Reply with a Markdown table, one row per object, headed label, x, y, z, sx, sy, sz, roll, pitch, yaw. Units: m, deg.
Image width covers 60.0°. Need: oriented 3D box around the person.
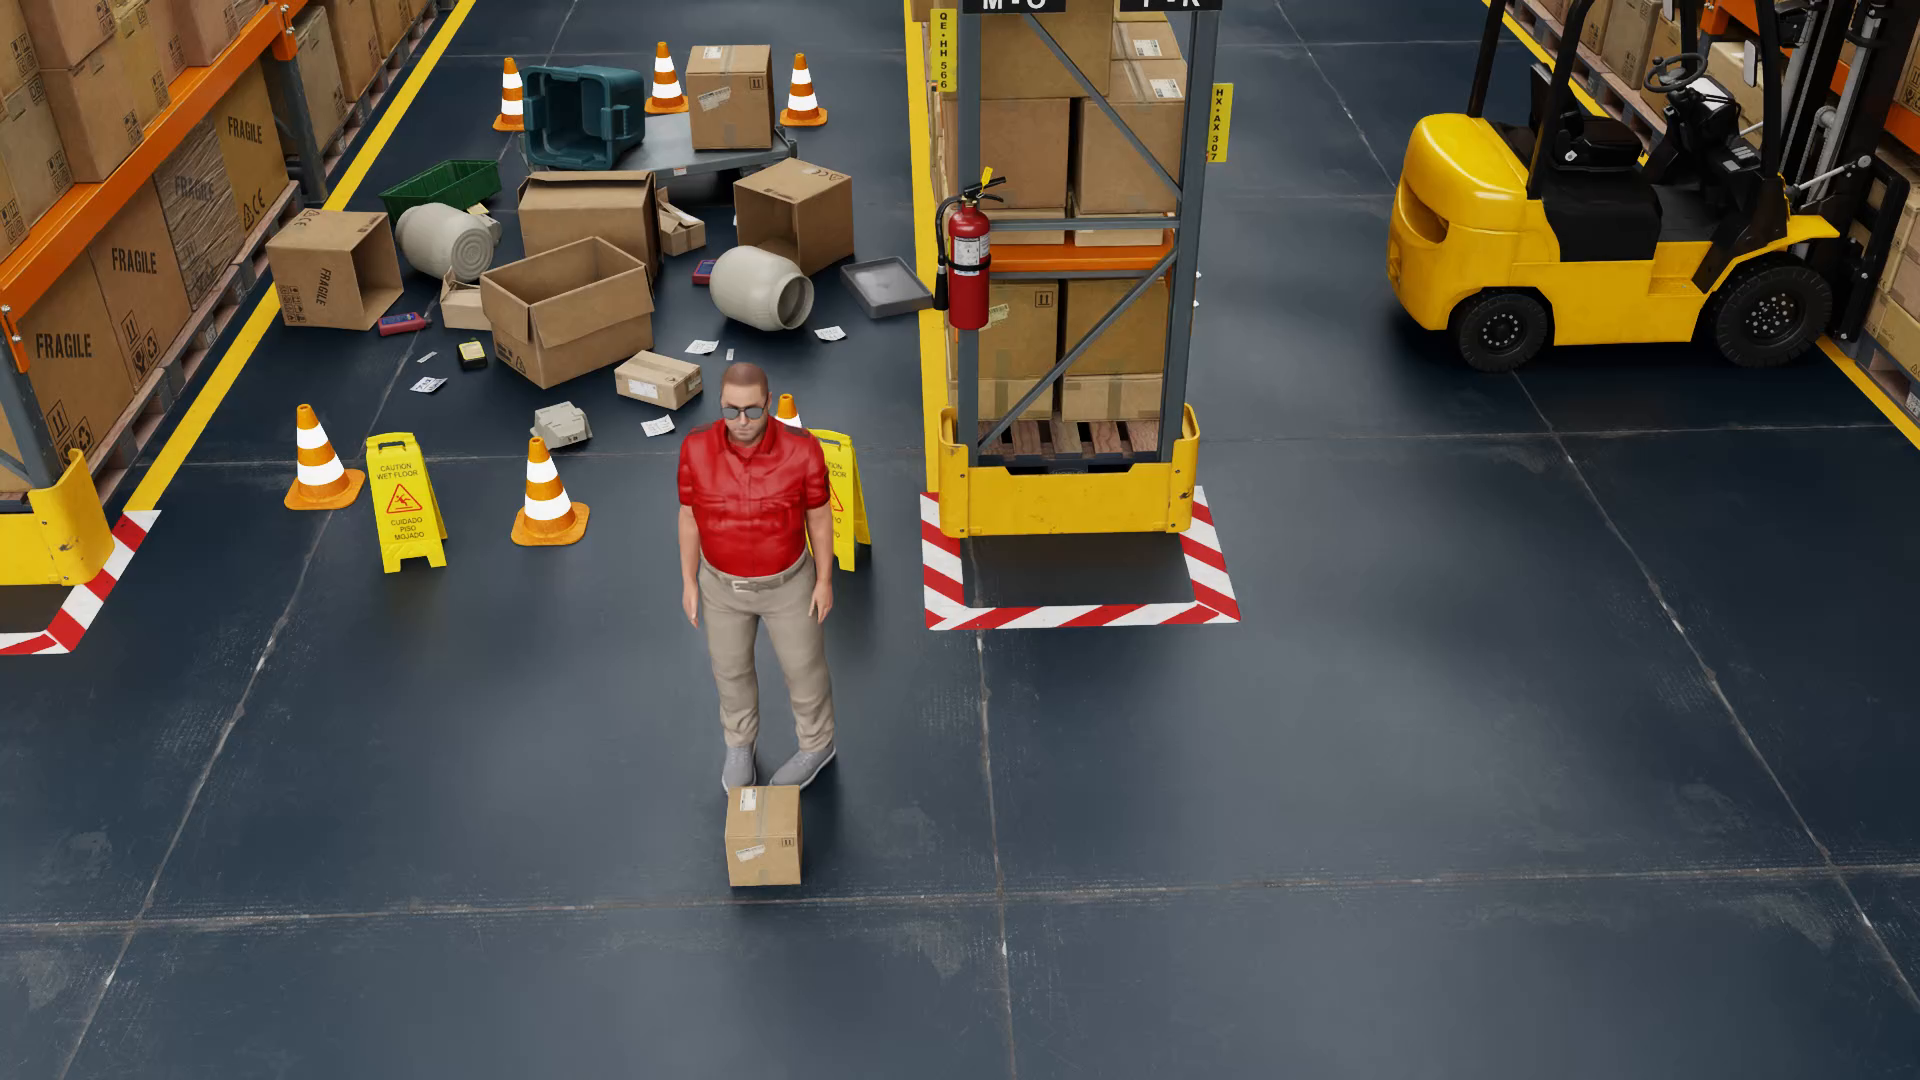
| label | x | y | z | sx | sy | sz | roll | pitch | yaw |
| --- | --- | --- | --- | --- | --- | --- | --- | --- | --- |
| person | -0.720 | 0.163 | 5.912 | 0.547 | 1.734 | 0.376 | 2 | 35 | 3 |
